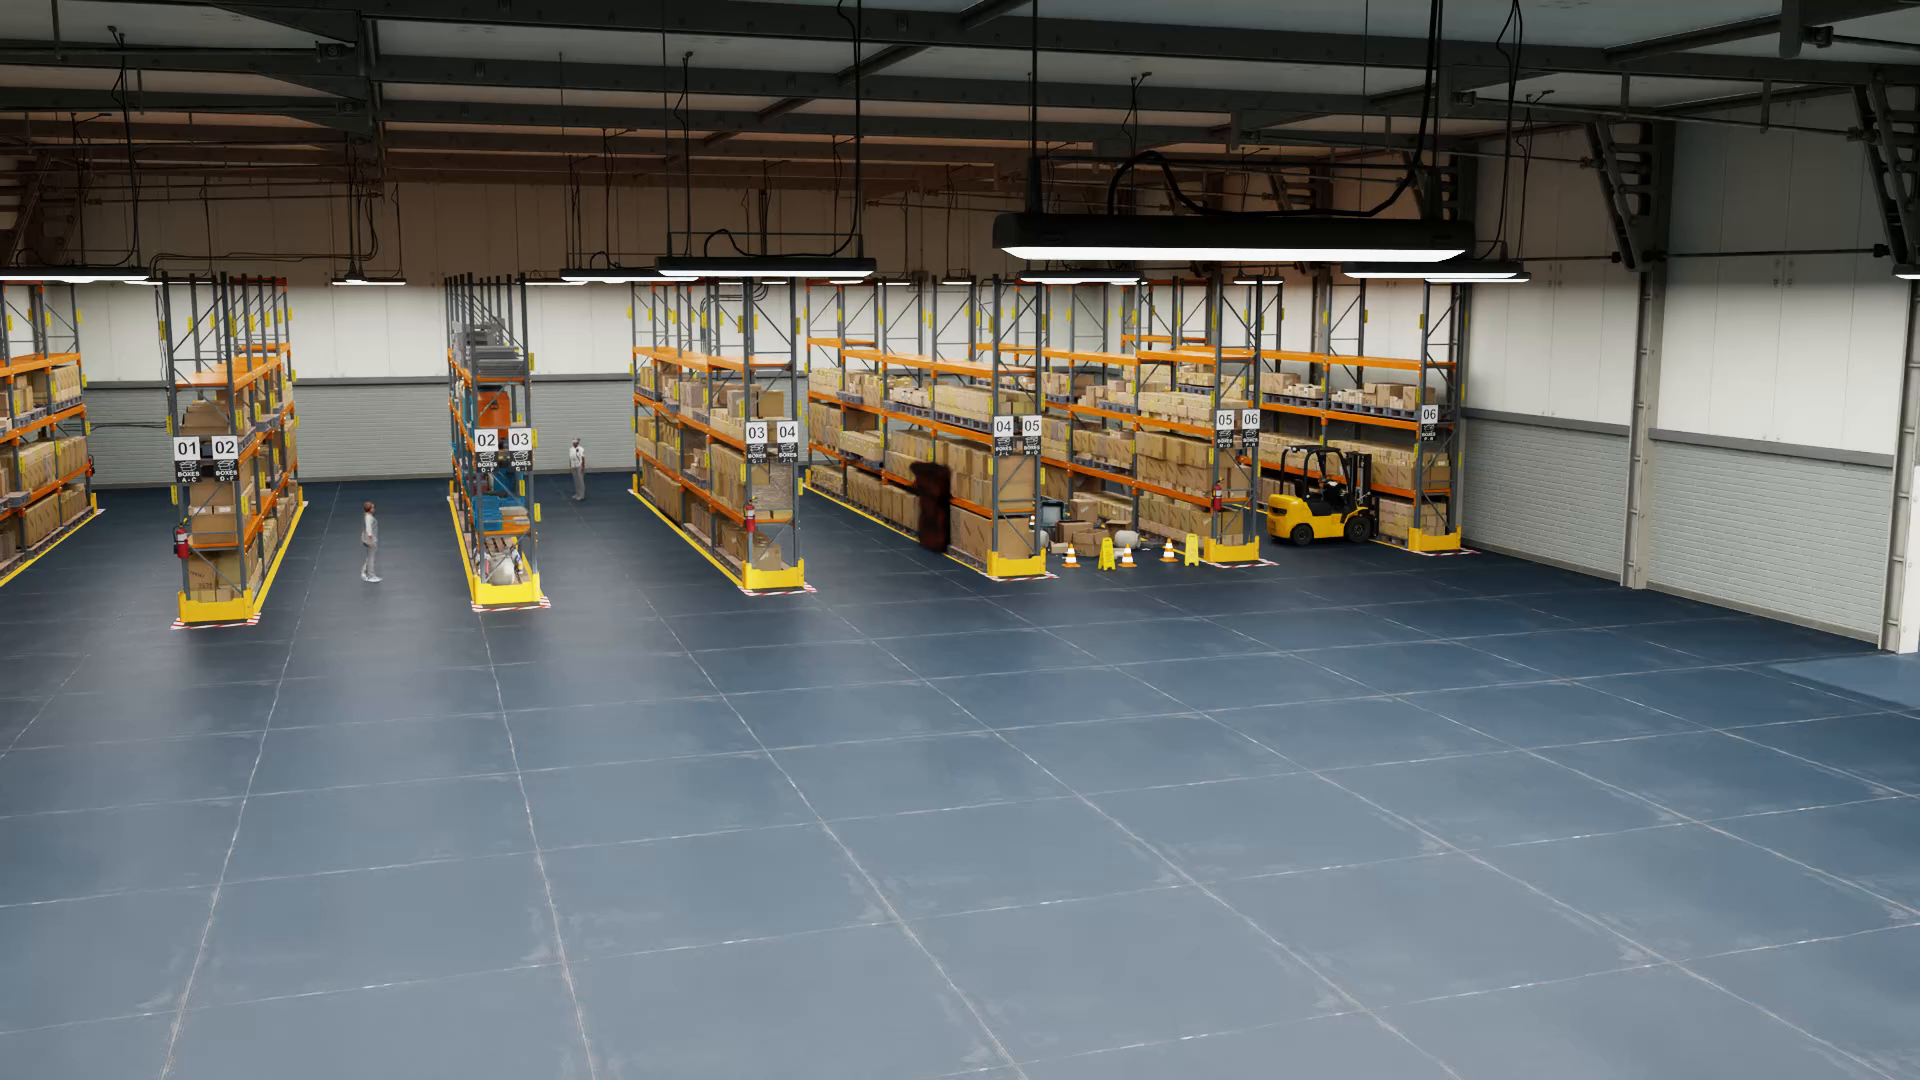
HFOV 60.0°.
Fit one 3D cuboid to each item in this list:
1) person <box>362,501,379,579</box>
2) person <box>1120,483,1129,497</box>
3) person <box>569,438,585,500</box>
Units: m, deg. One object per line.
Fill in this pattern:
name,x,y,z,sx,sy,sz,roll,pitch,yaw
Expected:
person,-11.562,-0.006,32.577,0.363,1.527,0.395,-8,12,-43
person,4.376,-1.827,44.879,0.379,1.454,0.465,-2,9,-12
person,-10.507,-1.962,45.527,0.484,1.690,0.423,4,9,23
